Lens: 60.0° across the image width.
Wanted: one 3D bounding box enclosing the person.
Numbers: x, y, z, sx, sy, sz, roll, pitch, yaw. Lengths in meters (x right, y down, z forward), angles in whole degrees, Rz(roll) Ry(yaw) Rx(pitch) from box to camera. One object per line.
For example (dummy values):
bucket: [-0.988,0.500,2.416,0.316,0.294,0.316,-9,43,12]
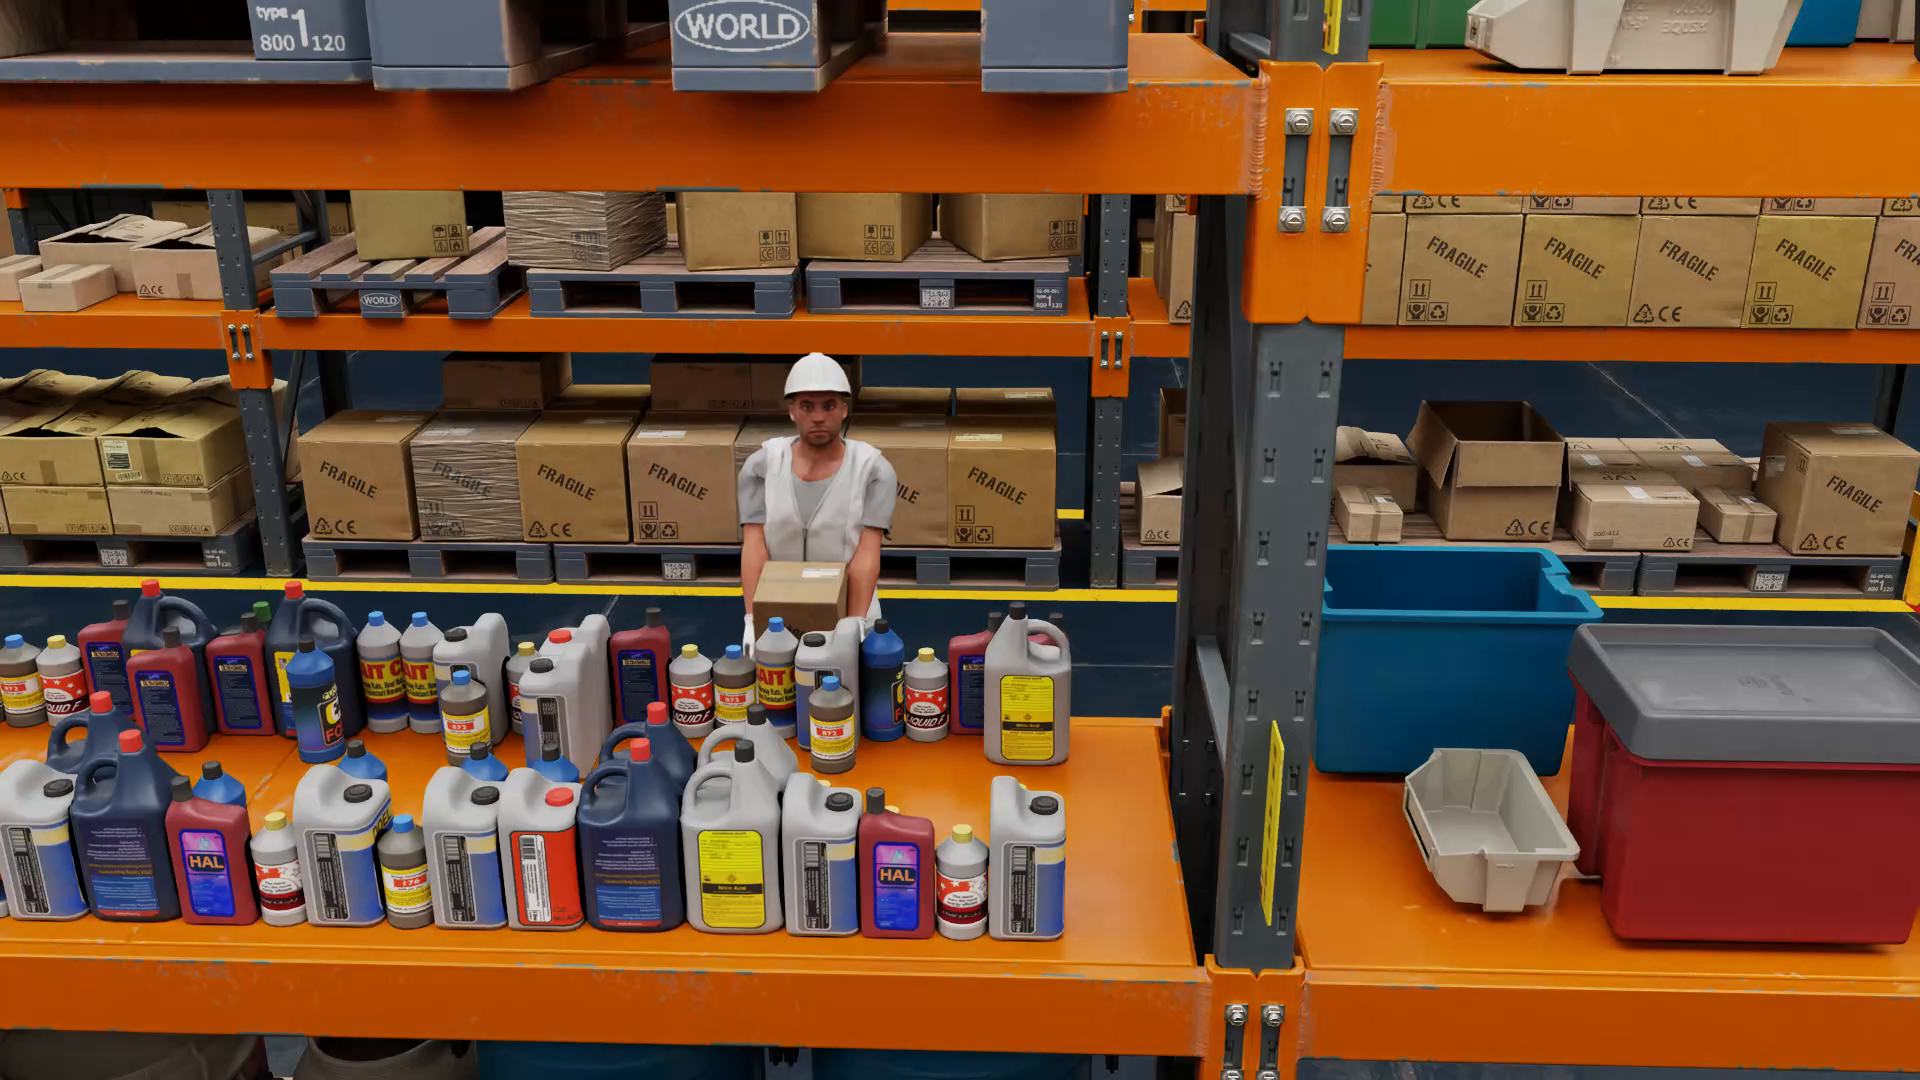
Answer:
person: [-0.447,0.325,5.185,0.494,1.784,0.556,1,21,3]
